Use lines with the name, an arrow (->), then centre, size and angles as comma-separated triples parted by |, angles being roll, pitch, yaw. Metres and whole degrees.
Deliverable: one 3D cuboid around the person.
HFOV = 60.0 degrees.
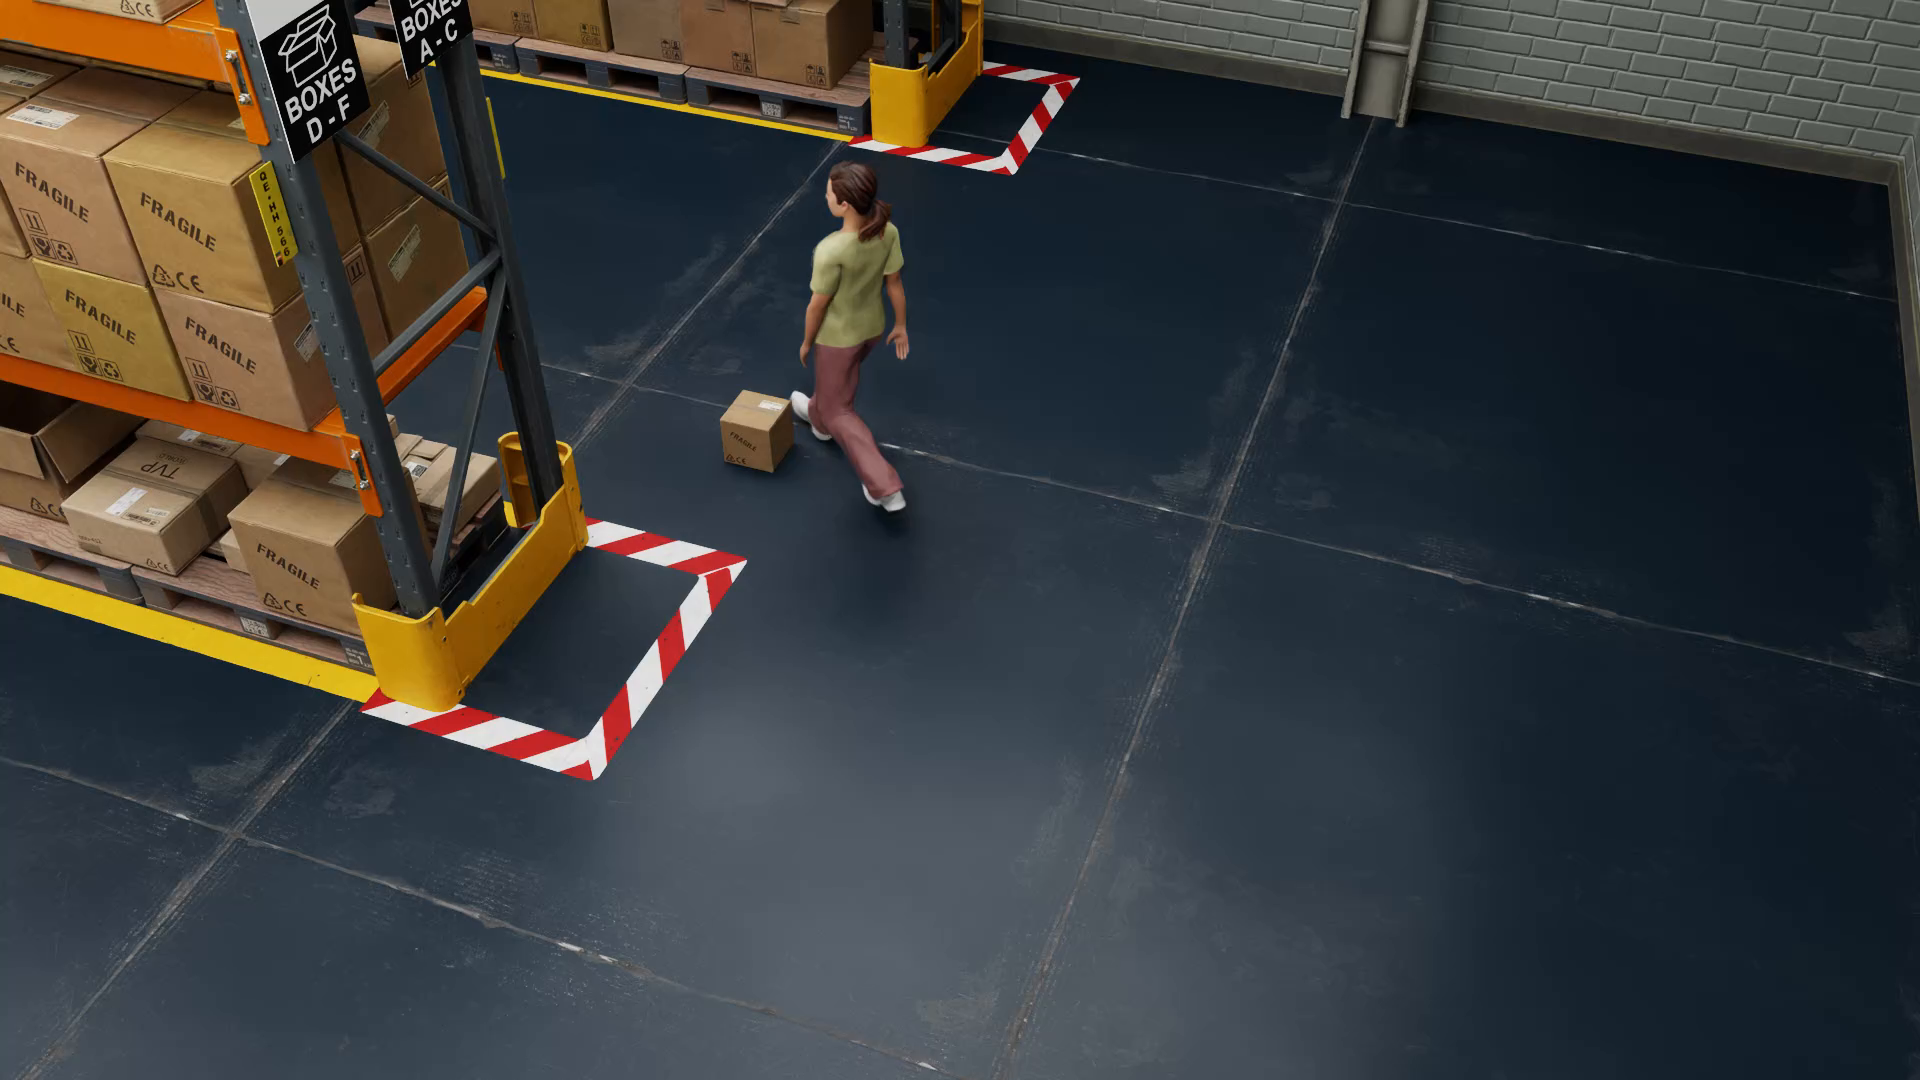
person -> -0.525, -0.935, 7.243 | 1.028, 1.617, 0.459 | 33, 51, 32
